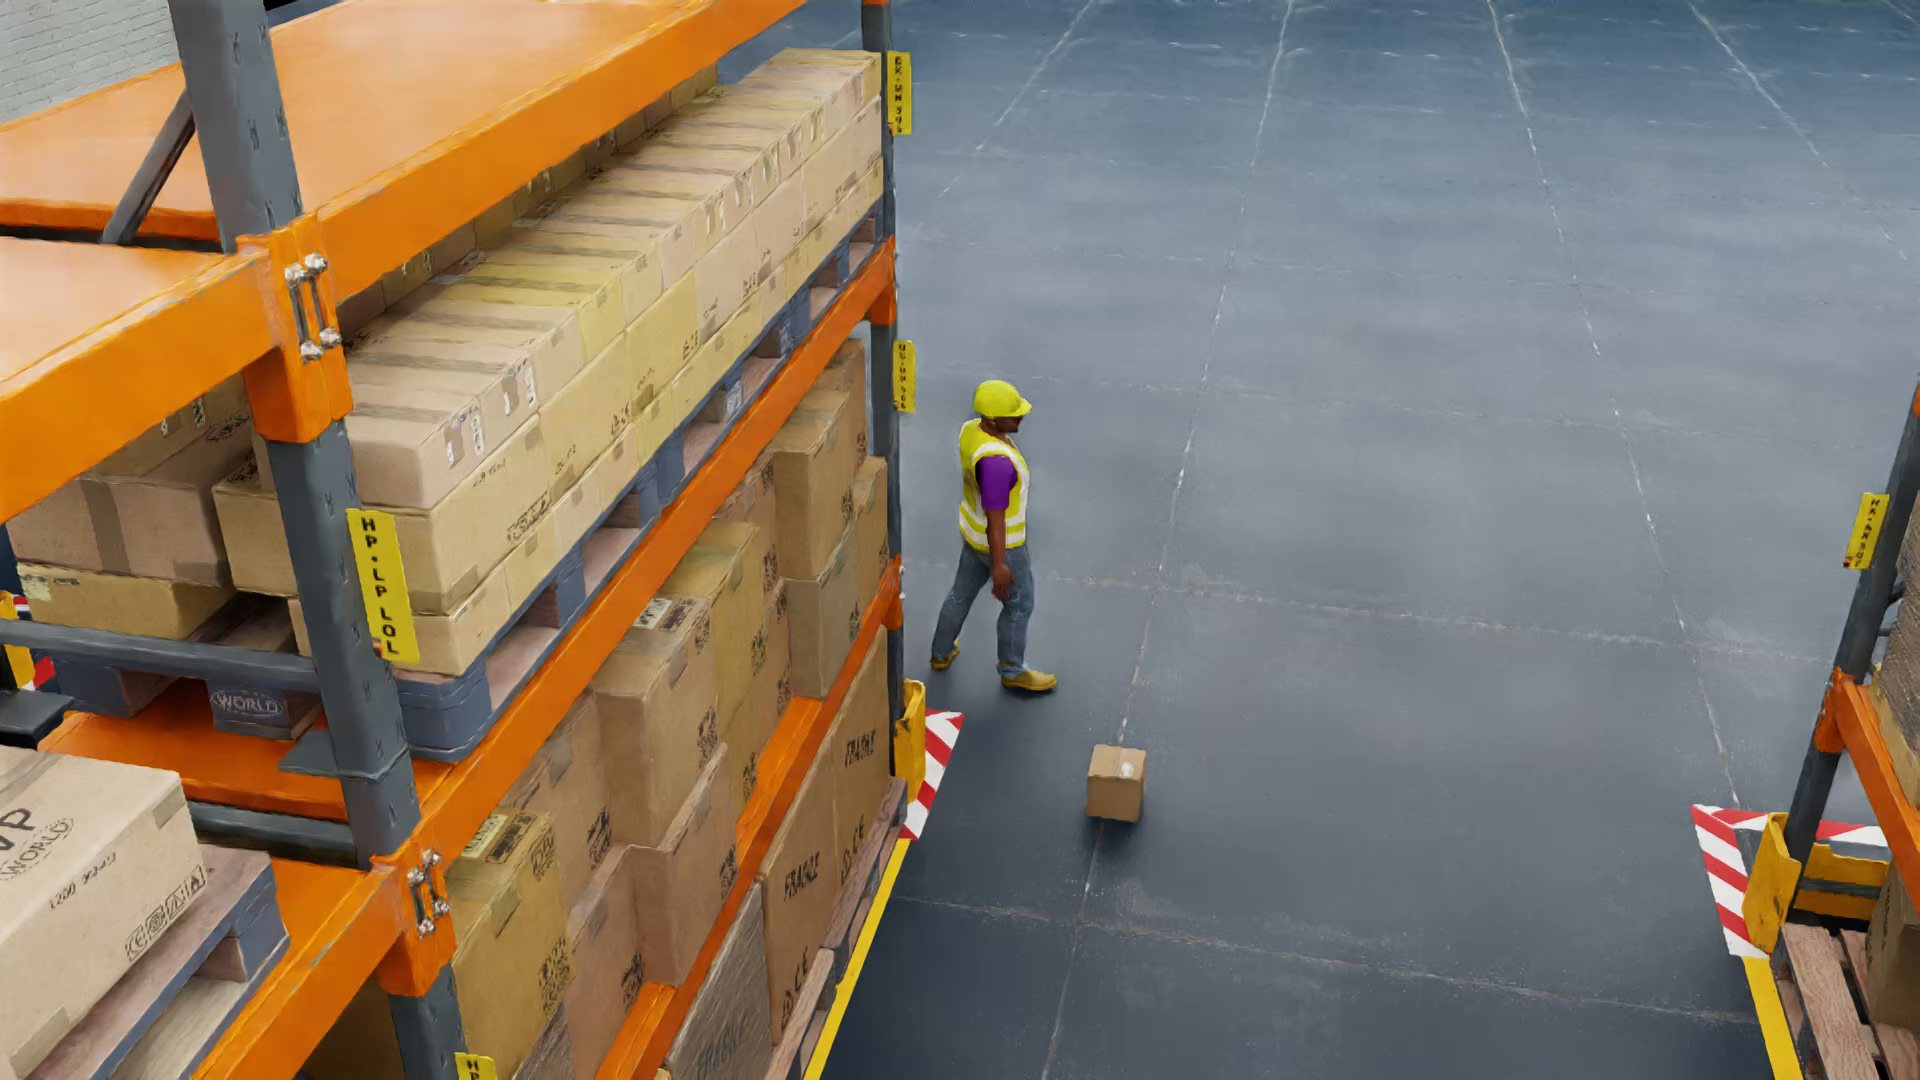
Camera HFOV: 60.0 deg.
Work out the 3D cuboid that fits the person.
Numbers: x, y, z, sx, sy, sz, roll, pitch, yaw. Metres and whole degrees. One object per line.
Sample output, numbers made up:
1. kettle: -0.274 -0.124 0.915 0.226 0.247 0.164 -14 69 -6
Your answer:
1. person: 0.174 -0.029 8.655 0.599 1.763 0.757 -9 30 -15
